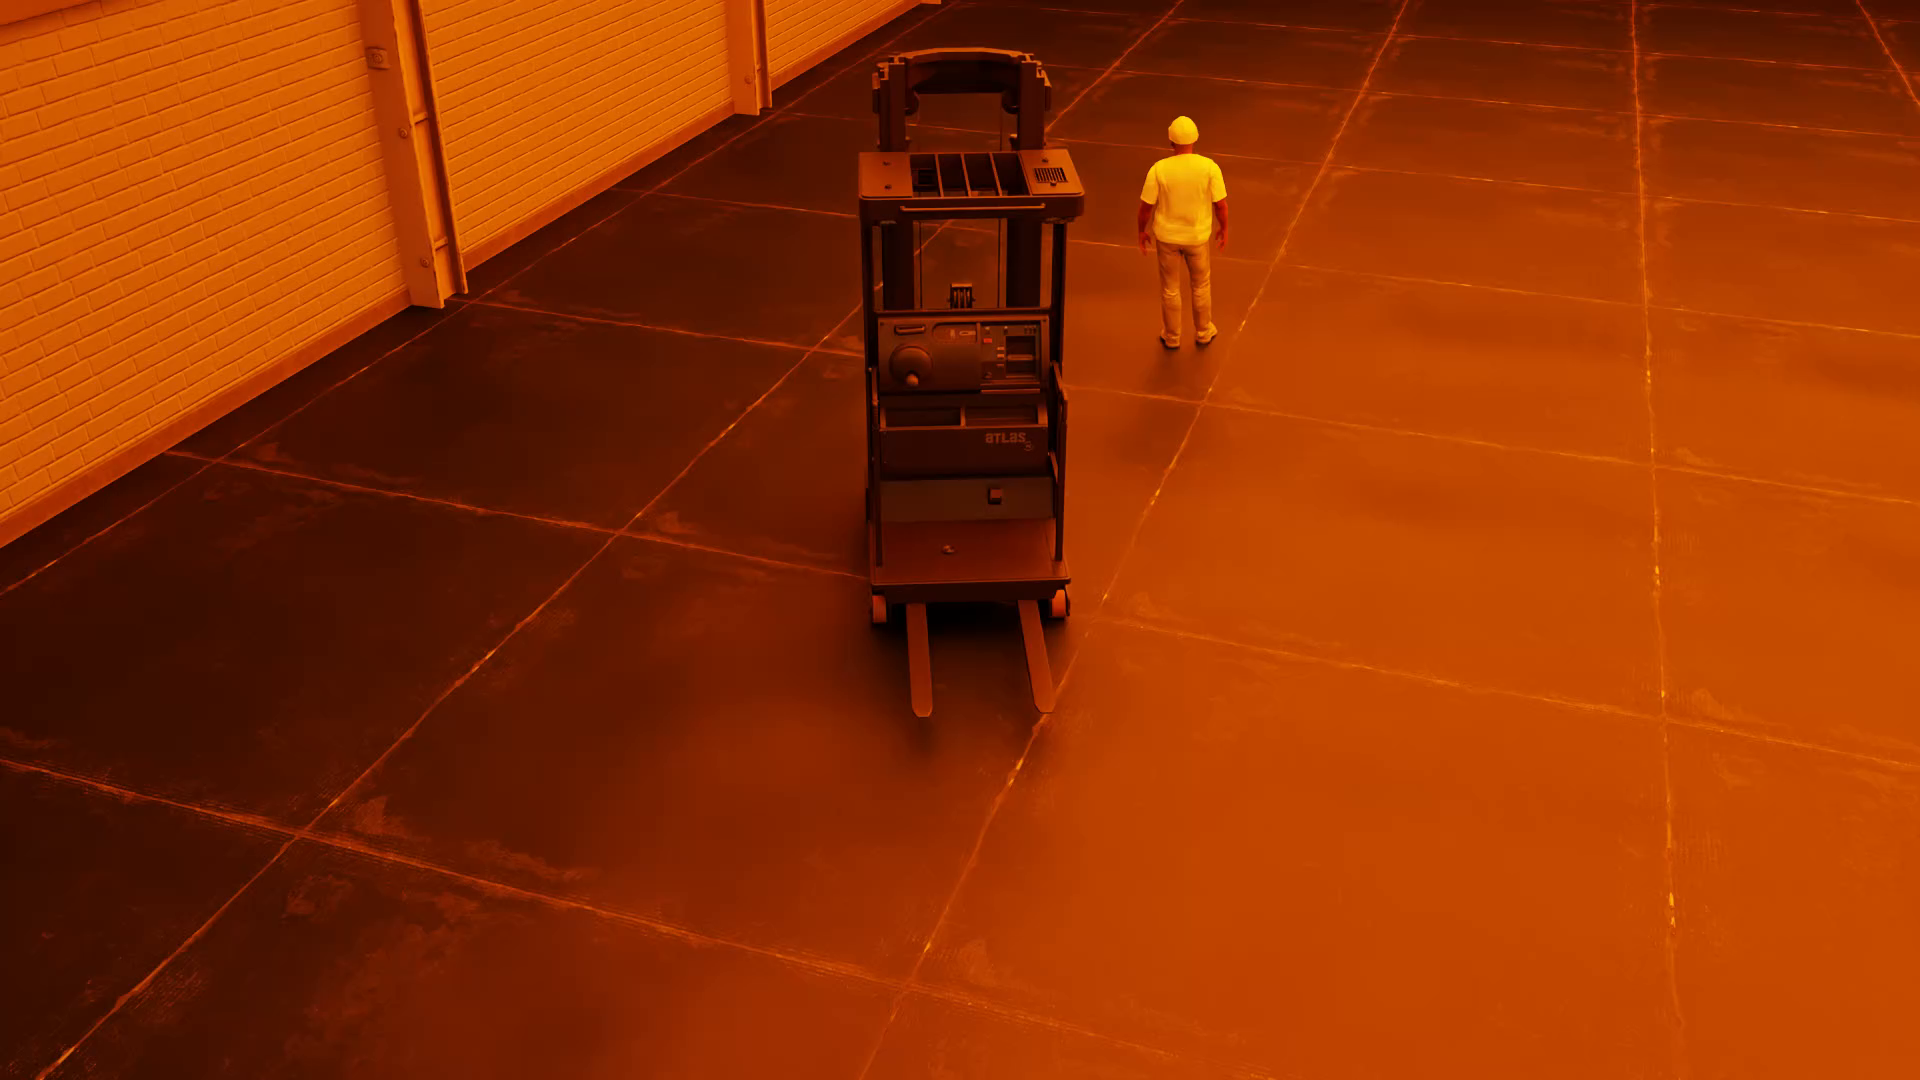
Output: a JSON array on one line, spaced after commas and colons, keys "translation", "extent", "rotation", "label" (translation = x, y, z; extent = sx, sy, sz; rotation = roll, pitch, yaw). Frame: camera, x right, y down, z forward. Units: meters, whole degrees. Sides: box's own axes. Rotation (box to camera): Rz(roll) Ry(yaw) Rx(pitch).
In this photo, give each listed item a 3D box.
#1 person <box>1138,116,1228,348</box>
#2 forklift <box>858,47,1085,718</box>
[{"translation": [1.648, -2.287, 12.309], "extent": [0.666, 1.765, 0.577], "rotation": [4, 30, 6], "label": "person"}, {"translation": [0.035, -0.972, 8.842], "extent": [1.130, 2.935, 3.031], "rotation": [-2, 30, -3], "label": "forklift"}]
